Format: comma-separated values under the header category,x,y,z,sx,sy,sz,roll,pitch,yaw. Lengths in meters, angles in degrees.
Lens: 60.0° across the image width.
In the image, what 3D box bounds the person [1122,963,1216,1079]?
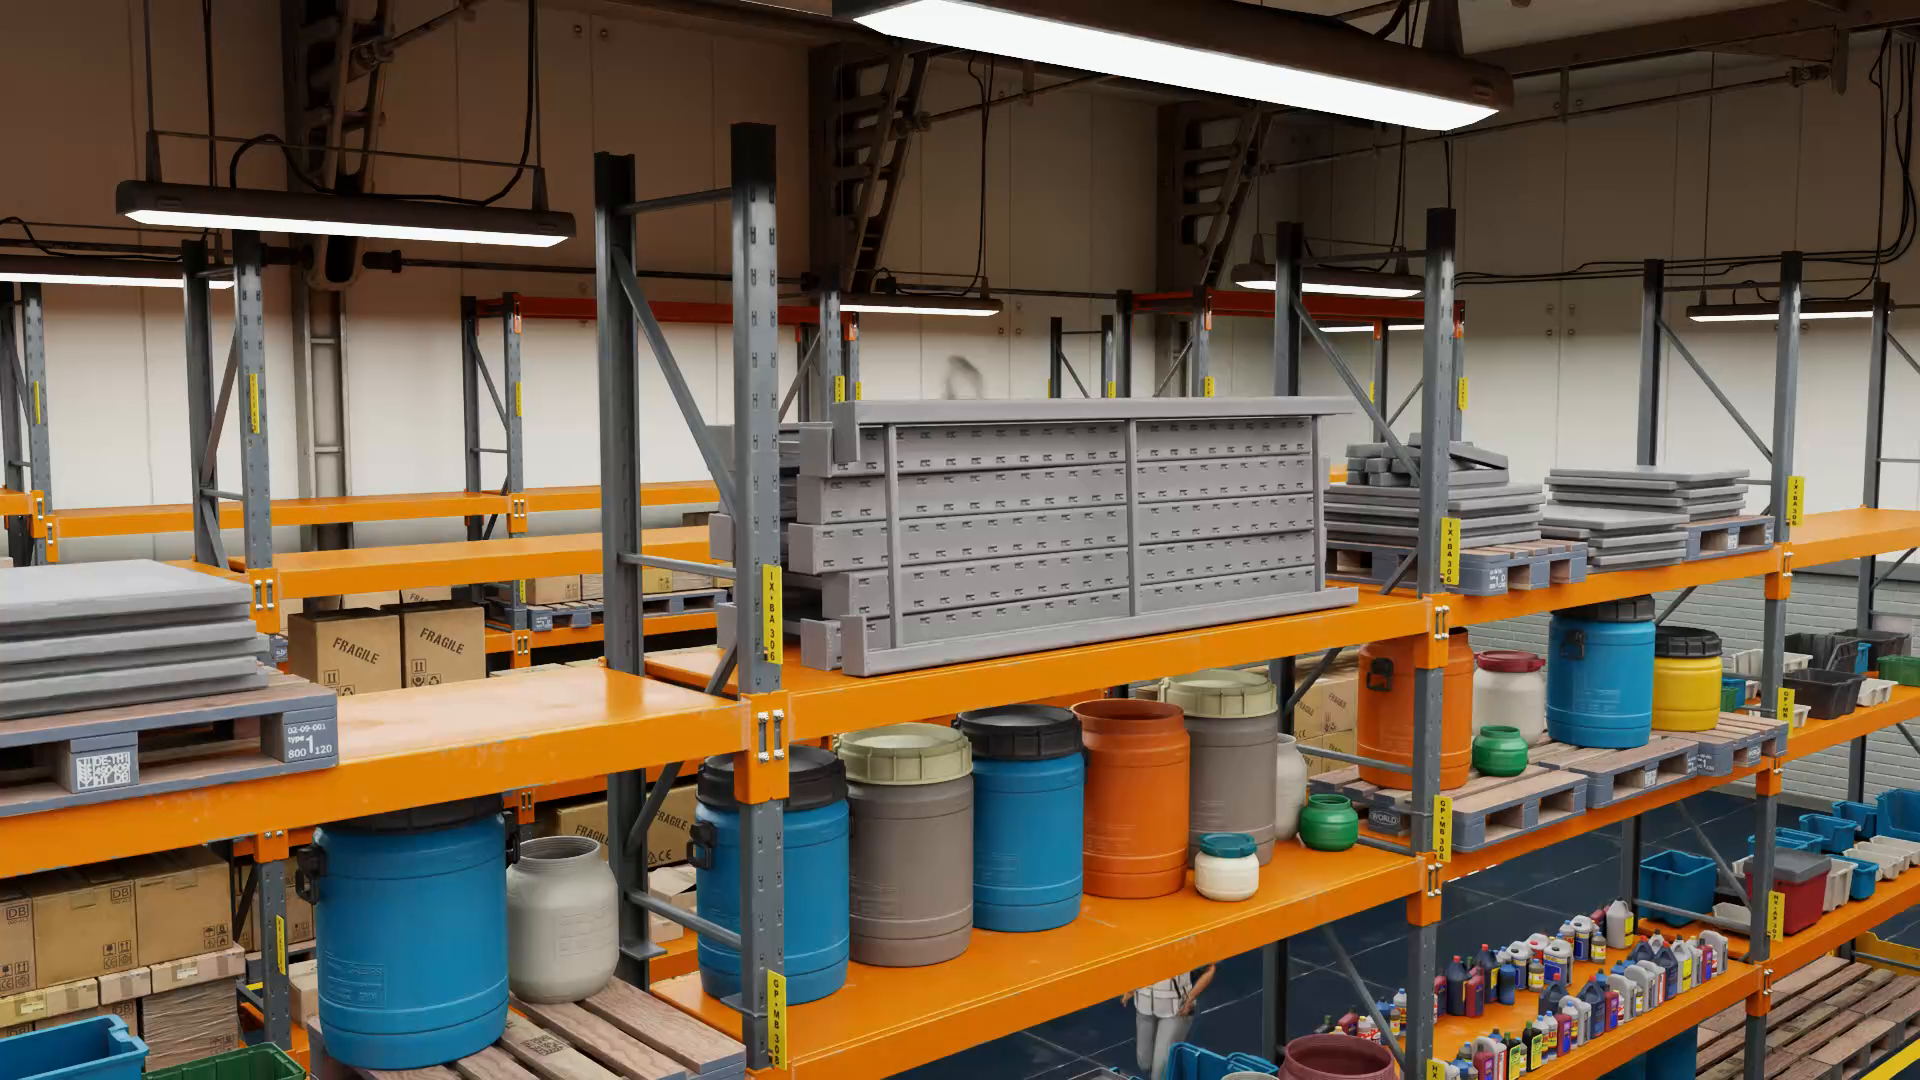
category,x,y,z,sx,sy,sz,roll,pitch,yaw
person,1.448,3.268,11.580,0.608,1.647,0.759,4,6,33
